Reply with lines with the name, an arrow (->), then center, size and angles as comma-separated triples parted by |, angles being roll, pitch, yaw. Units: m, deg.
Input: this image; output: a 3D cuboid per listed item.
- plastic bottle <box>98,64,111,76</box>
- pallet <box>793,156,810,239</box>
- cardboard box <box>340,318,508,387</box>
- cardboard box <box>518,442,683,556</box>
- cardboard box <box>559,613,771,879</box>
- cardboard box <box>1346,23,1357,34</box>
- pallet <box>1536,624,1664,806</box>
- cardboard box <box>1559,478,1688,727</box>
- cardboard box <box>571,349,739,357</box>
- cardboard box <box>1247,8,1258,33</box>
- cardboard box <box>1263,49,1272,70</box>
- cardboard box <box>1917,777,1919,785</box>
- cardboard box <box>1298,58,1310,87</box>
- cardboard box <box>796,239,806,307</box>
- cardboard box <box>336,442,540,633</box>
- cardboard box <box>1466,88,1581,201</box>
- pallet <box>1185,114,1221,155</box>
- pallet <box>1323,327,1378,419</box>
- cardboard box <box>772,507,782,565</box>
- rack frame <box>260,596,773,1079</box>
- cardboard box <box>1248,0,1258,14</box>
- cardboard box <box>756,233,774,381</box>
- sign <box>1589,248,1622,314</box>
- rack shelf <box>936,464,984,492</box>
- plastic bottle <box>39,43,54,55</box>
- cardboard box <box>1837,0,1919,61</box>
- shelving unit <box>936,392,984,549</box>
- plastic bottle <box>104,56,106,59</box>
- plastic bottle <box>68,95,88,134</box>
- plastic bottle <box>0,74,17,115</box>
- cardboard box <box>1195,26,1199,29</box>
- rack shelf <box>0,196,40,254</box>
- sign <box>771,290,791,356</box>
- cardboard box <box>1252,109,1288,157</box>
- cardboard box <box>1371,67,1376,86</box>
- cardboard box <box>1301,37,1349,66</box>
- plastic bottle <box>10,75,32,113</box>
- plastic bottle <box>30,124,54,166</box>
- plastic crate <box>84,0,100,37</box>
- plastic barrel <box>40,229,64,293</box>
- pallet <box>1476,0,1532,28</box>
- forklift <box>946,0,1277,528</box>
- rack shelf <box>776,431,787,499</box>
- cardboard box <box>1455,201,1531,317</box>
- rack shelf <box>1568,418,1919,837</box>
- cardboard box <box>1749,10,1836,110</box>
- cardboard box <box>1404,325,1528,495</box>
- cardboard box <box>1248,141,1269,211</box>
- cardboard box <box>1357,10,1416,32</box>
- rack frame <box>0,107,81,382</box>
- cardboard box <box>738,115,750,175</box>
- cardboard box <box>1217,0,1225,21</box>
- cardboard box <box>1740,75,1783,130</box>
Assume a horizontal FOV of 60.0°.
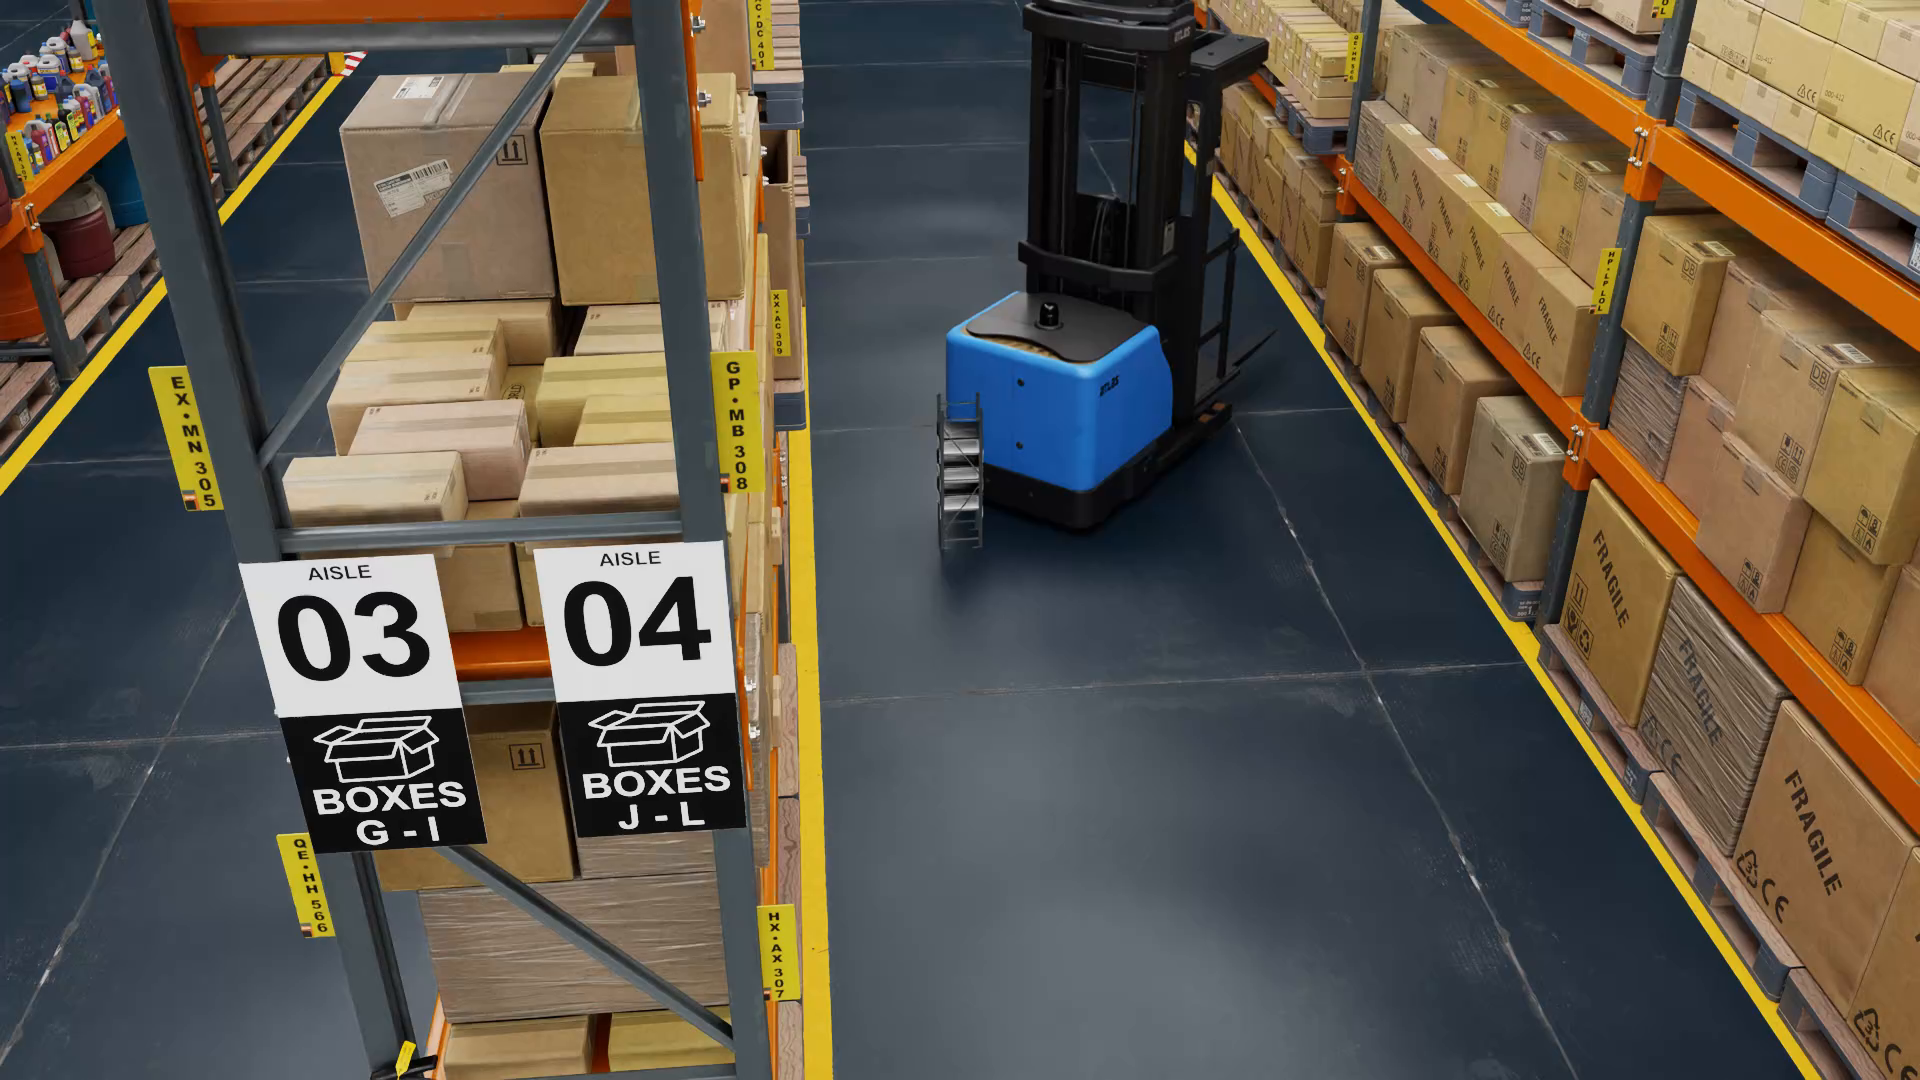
plastic bottle -> -6.581, -3.571, 12.925 | 0.152, 0.276, 0.135 | -3, 31, -5
pallet -> -1.578, -2.195, 10.688 | 1.213, 0.211, 1.003 | -3, 31, -5
cardboard box -> -1.429, -0.473, 4.450 | 0.380, 0.149, 0.250 | -3, 31, -4
cardboard box -> -0.799, -0.098, 3.822 | 0.380, 0.149, 0.250 | -3, 31, -5
cardboard box -> -0.783, 0.554, 4.535 | 0.500, 0.500, 0.500 | -3, 31, -5
cardboard box -> 3.230, -3.936, 12.961 | 0.380, 0.149, 0.250 | -3, 31, -5
pallet -> 3.564, 0.809, 8.190 | 1.003, 0.211, 1.213 | -3, 31, -5
cardboard box -> 3.560, 0.276, 8.026 | 0.875, 0.875, 0.875 | -2, 31, -4
cardboard box -> -0.845, -0.297, 4.543 | 0.500, 0.250, 0.500 | -3, 31, -6
cardboard box -> 2.530, -4.172, 13.355 | 0.380, 0.149, 0.250 | -3, 31, -5
cardboard box -> 2.579, -3.780, 12.989 | 0.380, 0.149, 0.250 | -2, 31, -3
cardboard box -> 3.792, 0.731, 5.456 | 0.875, 0.550, 0.550 | -3, 31, -5
cardboard box -> 2.671, -3.389, 12.045 | 0.380, 0.149, 0.250 | -2, 31, -3
cardboard box -> -1.794, -2.258, 12.268 | 1.225, 0.875, 0.875 | -4, 31, -7
cardboard box -> -1.301, -0.009, 4.062 | 0.500, 0.250, 0.500 | -2, 31, -3
cardboard box -> 3.376, -2.284, 9.577 | 0.700, 0.500, 0.500 | -3, 31, -5
pallet -> 2.726, -4.009, 16.256 | 1.003, 0.211, 1.213 | -3, 31, -5
pallet -> 3.196, -1.219, 11.586 | 1.003, 0.211, 1.213 | -3, 31, -5
cardboard box -> -0.952, -0.010, 7.087 | 0.380, 0.149, 0.250 | -3, 31, -5
rack frame -> -1.003, 1.448, 4.401 | 1.000, 3.000, 0.127 | -3, 31, -5
cardboard box -> 2.524, -4.309, 13.295 | 0.380, 0.149, 0.250 | -2, 31, -3
cardboard box -> -1.061, -0.978, 7.099 | 0.500, 0.500, 0.500 | -3, 31, -5
sign -> 3.032, -1.212, 7.803 | 0.100, 0.325, 0.005 | -3, 31, -5
rack shelf -> -0.001, -0.362, 9.544 | 0.258, 0.077, 0.200 | -3, 31, -5
plastic bottle -> -7.374, -3.884, 13.454 | 0.097, 0.271, 0.097 | 0, 31, 0
cardboard box -> 3.364, -1.803, 5.879 | 0.380, 0.149, 0.250 | -2, 31, -4
shelving unit -> -0.001, -0.390, 9.527 | 0.258, 0.900, 0.210 | -3, 31, -5
plastic bottle -> -6.738, -3.741, 13.214 | 0.097, 0.271, 0.097 | 0, 31, 0
plastic bottle -> -6.470, -3.113, 12.162 | 0.097, 0.271, 0.097 | 0, 31, 0
plastic bottle -> -7.254, -3.393, 12.554 | 0.144, 0.351, 0.185 | -3, 31, -5
cardboard box -> 2.324, -5.300, 17.490 | 0.380, 0.149, 0.250 | -2, 31, -3
rack shelf -> -6.495, -1.069, 9.317 | 1.077, 0.370, 4.000 | -3, 31, -5
sign -> -0.837, -0.996, 7.648 | 0.100, 0.325, 0.005 | -3, 31, -5
cardboard box -> 2.725, -3.371, 13.767 | 0.500, 0.250, 0.500 | -2, 31, -3
cardboard box -> 3.279, -3.545, 12.596 | 0.380, 0.149, 0.250 | -1, 31, -2
cardboard box -> 2.674, -3.507, 11.952 | 0.380, 0.149, 0.250 | -3, 31, -5
plastic bottle -> -7.138, -3.387, 12.622 | 0.097, 0.271, 0.097 | 0, 31, 0
plastic bottle -> -6.386, -2.755, 11.552 | 0.061, 0.283, 0.133 | -3, 31, -5
plastic crate -> -7.439, -4.682, 14.621 | 0.392, 0.384, 0.575 | -3, 31, -5
plastic barrel -> -6.886, -2.044, 12.264 | 0.421, 0.512, 0.421 | 0, 31, 0
pallet -> 3.418, -3.132, 9.328 | 1.003, 0.211, 1.213 | -1, 31, -2
forklift -> 1.142, -2.038, 10.305 | 1.130, 2.935, 3.031 | 19, 36, 29
rack shelf -> -1.564, -1.306, 9.714 | 1.077, 0.370, 4.000 | -3, 31, -5
cardboard box -> 3.162, -1.593, 9.394 | 0.500, 0.500, 0.500 | -2, 31, -4
rack shelf -> 3.758, 0.550, 6.607 | 1.077, 0.370, 4.000 | -3, 31, -5
cardboard box -> 3.387, -1.834, 6.320 | 0.500, 0.250, 0.500 | -3, 31, -5
cardboard box -> 3.337, -0.800, 9.949 | 1.050, 0.750, 0.750 | -3, 31, -5
cardboard box -> 2.742, -3.045, 13.951 | 0.500, 0.500, 0.500 | -2, 31, -4
cardboard box -> 3.249, -3.931, 12.662 | 0.380, 0.149, 0.250 | -1, 31, -2
rack frame -> -6.682, -2.399, 10.842 | 1.000, 3.000, 0.127 | -3, 31, -5
cardboard box -> -0.964, -1.432, 6.055 | 0.380, 0.149, 0.250 | -4, 31, -6
cardboard box -> 2.434, -4.573, 14.316 | 0.380, 0.149, 0.250 | -2, 31, -4
cardboard box -> 3.315, -1.722, 6.520 | 0.380, 0.149, 0.250 | -3, 31, -5
